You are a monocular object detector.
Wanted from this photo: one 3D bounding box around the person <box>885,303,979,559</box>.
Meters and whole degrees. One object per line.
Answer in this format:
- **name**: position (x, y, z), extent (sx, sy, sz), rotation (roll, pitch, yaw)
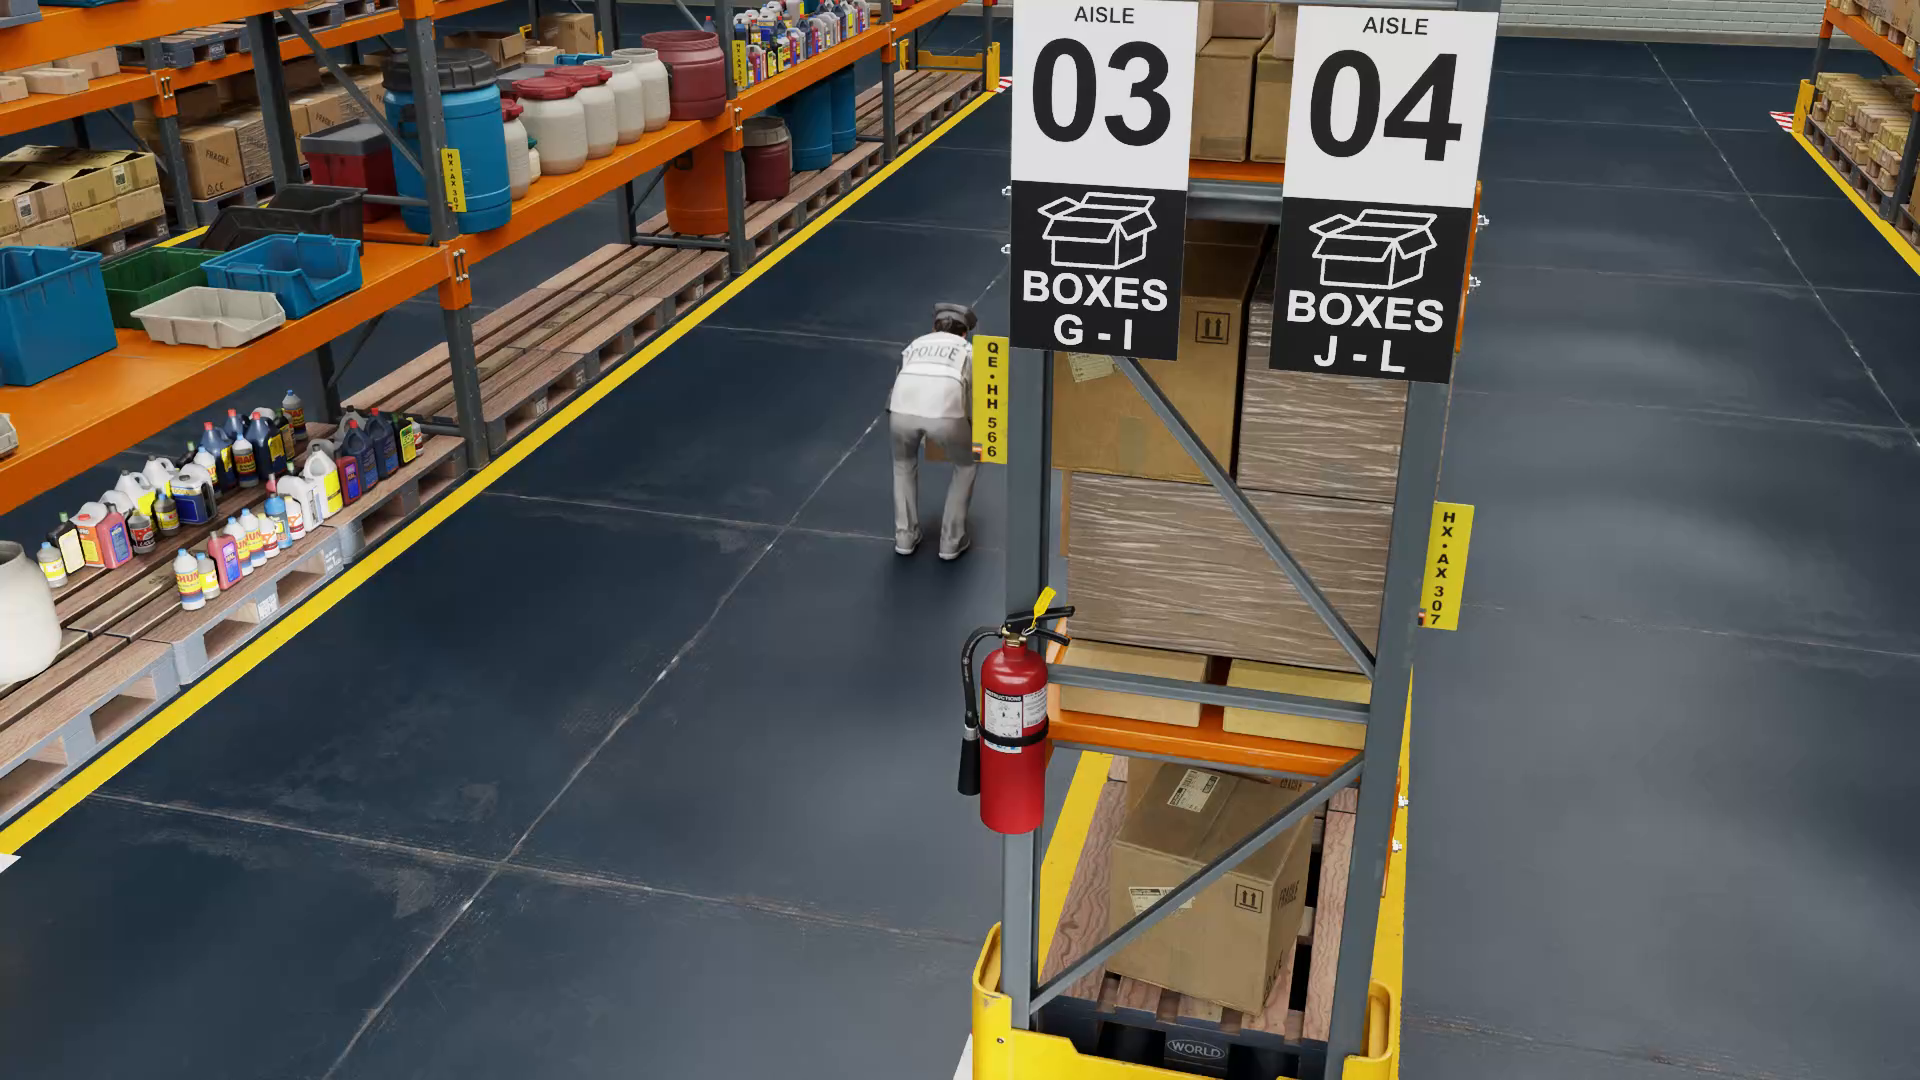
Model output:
- **person**: position (-0.103, -0.556, 8.381), extent (0.441, 1.148, 0.915), rotation (5, 26, 11)
